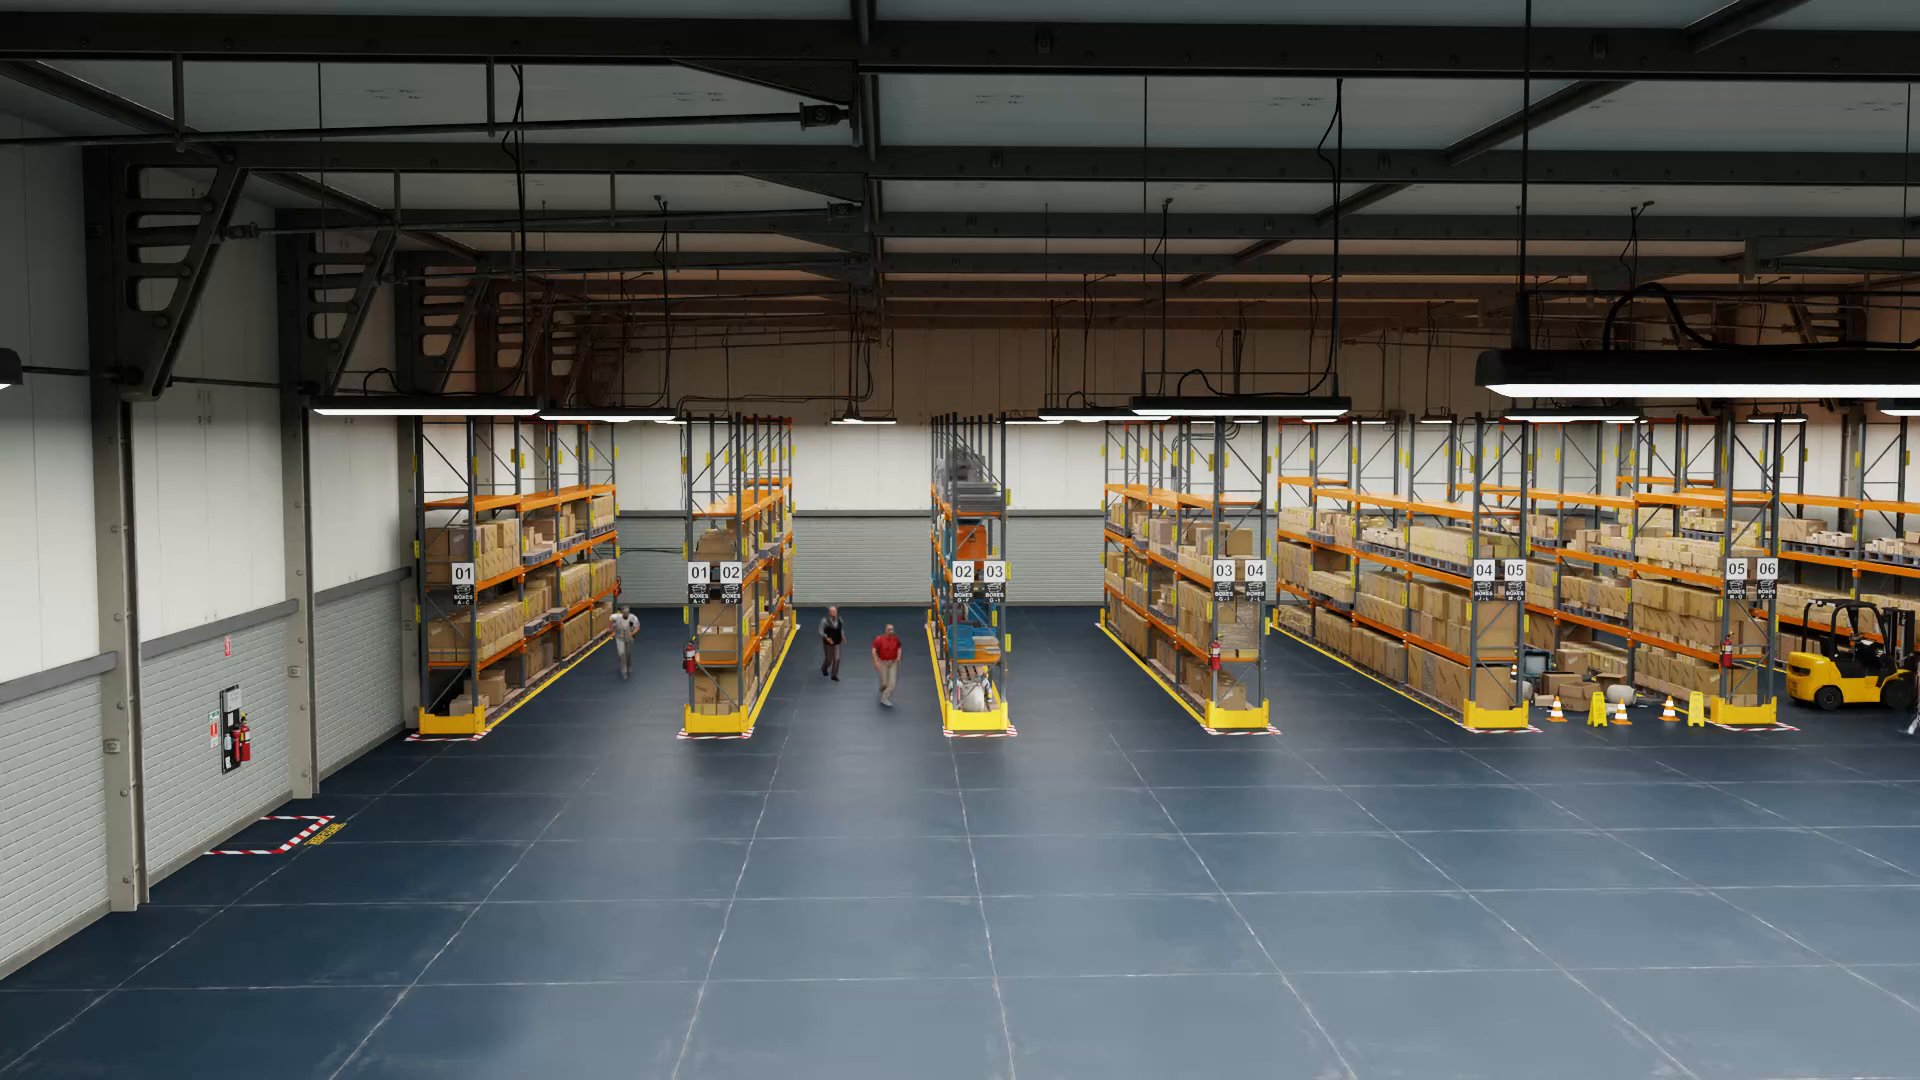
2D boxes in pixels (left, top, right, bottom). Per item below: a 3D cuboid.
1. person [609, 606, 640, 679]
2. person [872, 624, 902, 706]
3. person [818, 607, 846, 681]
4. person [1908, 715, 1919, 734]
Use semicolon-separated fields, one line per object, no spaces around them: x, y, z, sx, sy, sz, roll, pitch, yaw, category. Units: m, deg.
-7.686;2.328;38.156;0.713;1.731;1.013;-1;4;-8;person
-1.522;2.558;34.329;0.662;1.675;0.619;-2;4;-21;person
-2.928;2.334;37.607;0.658;1.677;0.773;-2;4;-25;person
17.834;2.844;30.443;0.692;1.607;0.657;0;4;3;person
